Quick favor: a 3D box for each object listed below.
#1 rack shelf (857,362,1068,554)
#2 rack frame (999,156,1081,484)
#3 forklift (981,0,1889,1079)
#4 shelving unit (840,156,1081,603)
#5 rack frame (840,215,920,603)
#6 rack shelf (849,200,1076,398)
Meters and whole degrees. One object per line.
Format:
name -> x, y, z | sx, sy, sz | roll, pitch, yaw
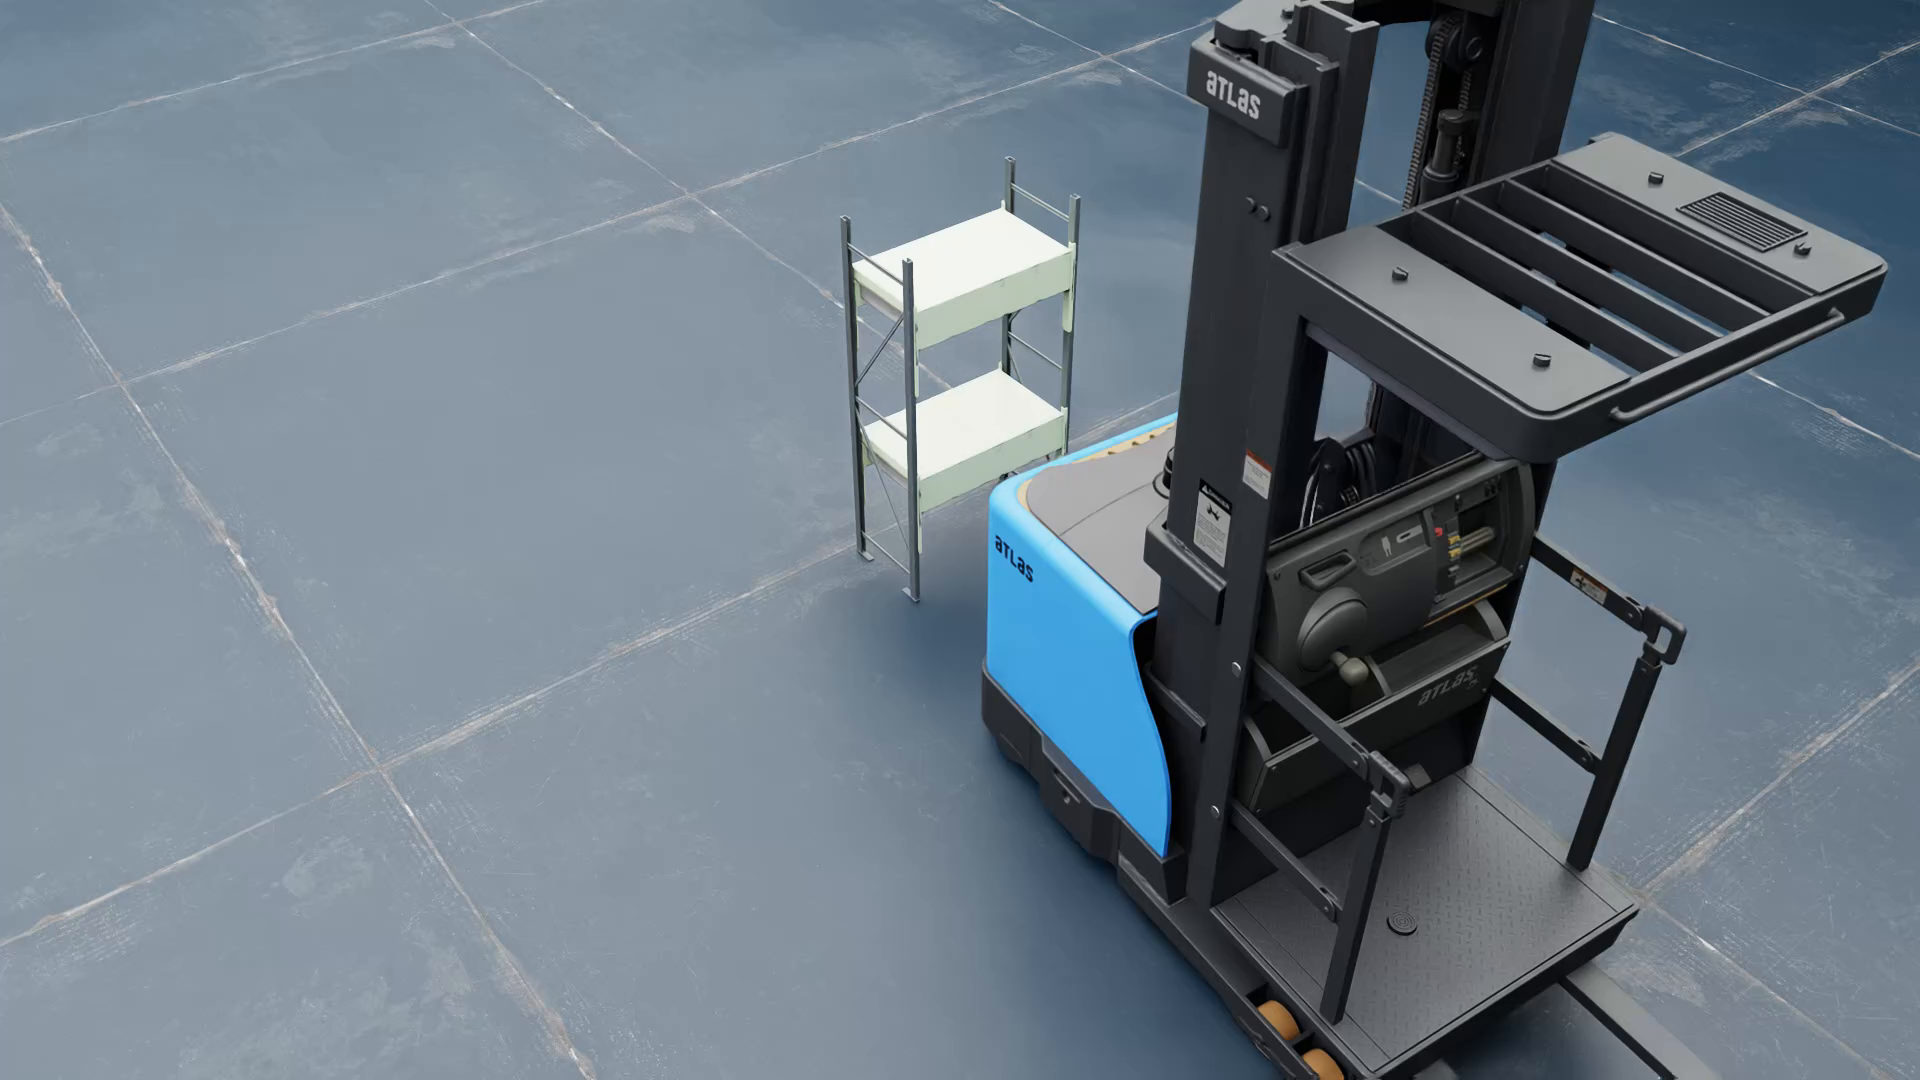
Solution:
rack shelf -> 0.005, -0.330, 6.484 | 0.720, 0.370, 0.431 | -26, 46, -28
rack frame -> 0.295, -0.724, 6.450 | 0.023, 1.500, 0.400 | -26, 46, -28
forklift -> 1.294, 0.147, 4.260 | 1.130, 2.935, 3.031 | -22, 44, -25
shelving unit -> 0.005, -0.582, 6.277 | 0.755, 1.500, 0.431 | -26, 46, -28
rack frame -> -0.285, -0.441, 6.105 | 0.023, 1.500, 0.400 | -26, 46, -28
rack shelf -> 0.005, -0.884, 6.030 | 0.720, 0.370, 0.431 | -26, 46, -28
